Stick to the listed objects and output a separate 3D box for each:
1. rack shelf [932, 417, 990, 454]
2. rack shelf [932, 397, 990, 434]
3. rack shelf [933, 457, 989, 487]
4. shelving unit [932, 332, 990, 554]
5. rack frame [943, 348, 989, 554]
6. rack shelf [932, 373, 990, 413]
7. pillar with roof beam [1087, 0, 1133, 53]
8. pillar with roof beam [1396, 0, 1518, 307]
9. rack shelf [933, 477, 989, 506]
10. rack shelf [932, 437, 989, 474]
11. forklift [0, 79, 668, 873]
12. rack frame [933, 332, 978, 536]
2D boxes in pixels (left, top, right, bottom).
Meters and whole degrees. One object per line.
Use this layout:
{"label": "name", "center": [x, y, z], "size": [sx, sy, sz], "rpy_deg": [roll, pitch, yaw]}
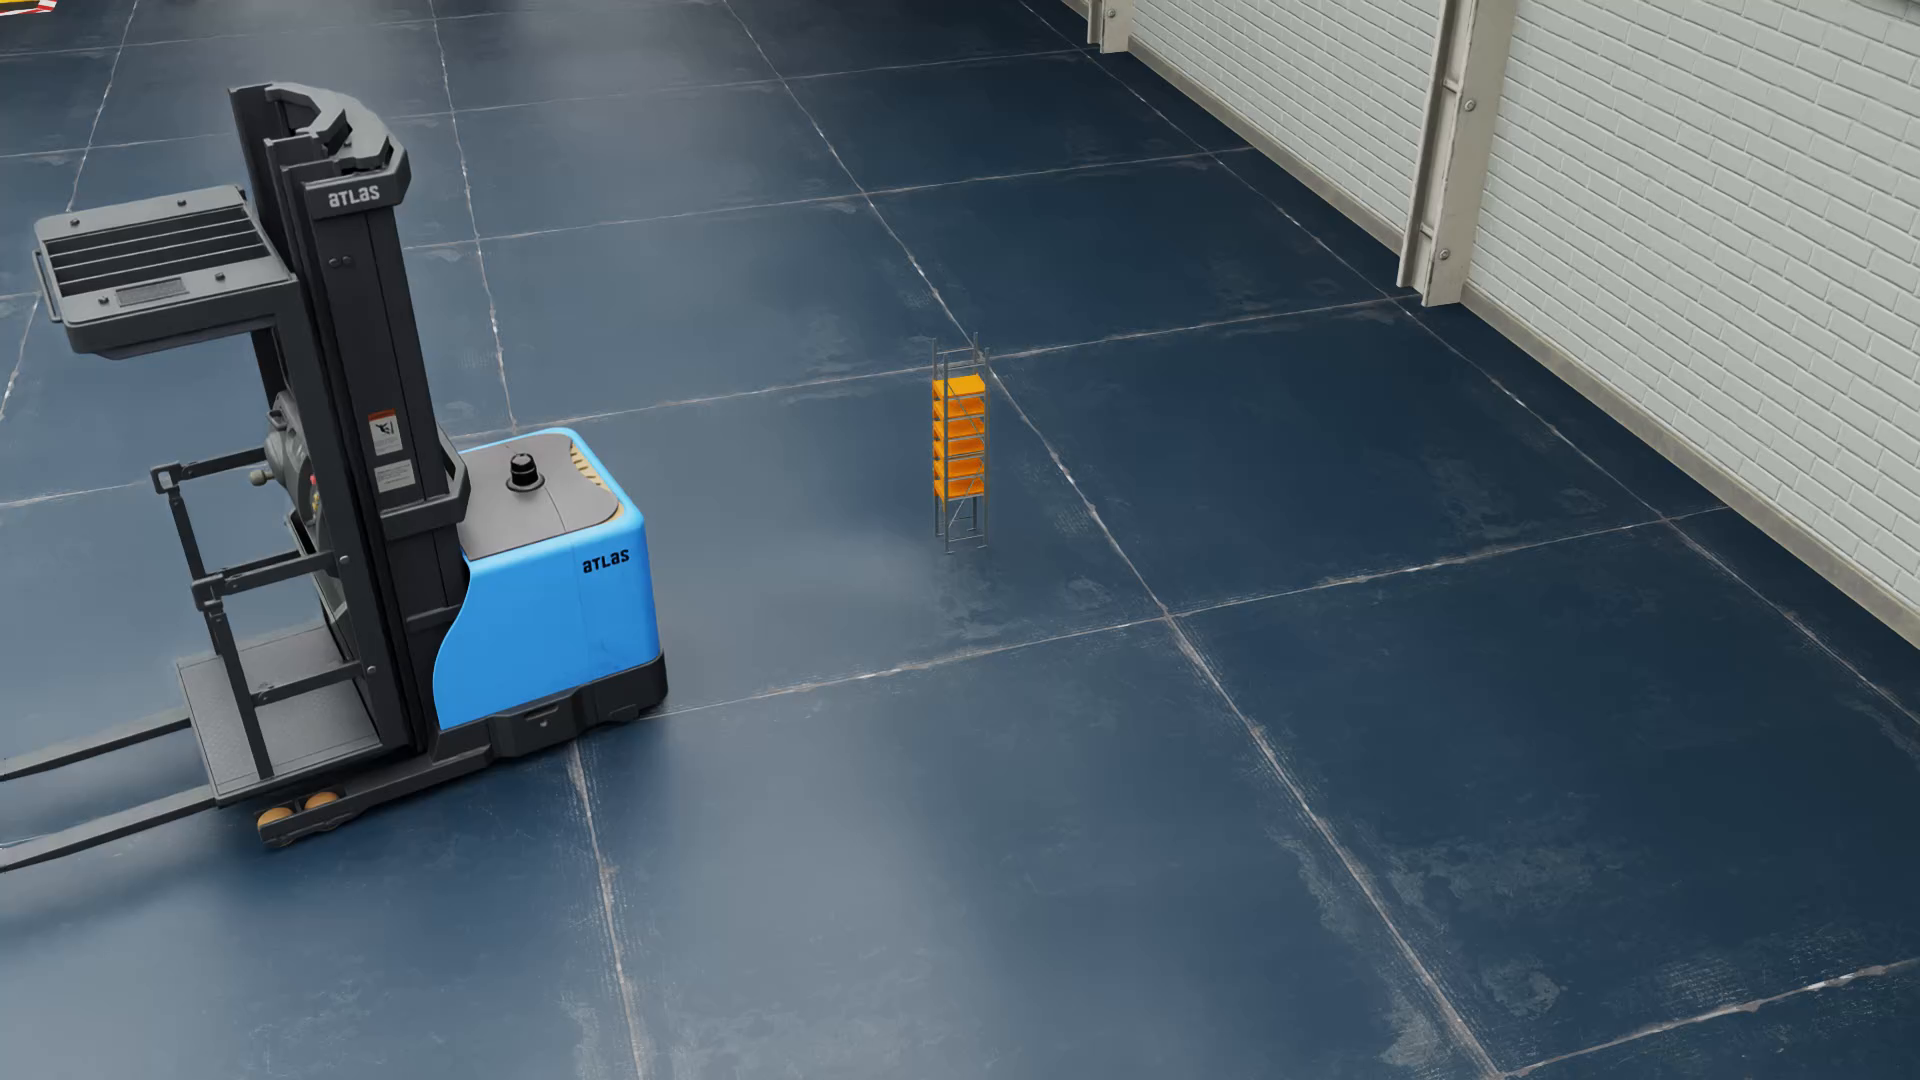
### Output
{"label": "rack shelf", "center": [0.004, -0.556, 8.686], "size": [0.258, 0.103, 0.180], "rpy_deg": [-10, 35, -15]}
{"label": "rack shelf", "center": [0.004, -0.656, 8.619], "size": [0.258, 0.103, 0.180], "rpy_deg": [-10, 35, -15]}
{"label": "rack shelf", "center": [0.004, -0.356, 8.818], "size": [0.258, 0.103, 0.180], "rpy_deg": [-10, 35, -15]}
{"label": "shelving unit", "center": [0.004, -0.493, 8.727], "size": [0.258, 1.200, 0.189], "rpy_deg": [-10, 35, -15]}
{"label": "rack frame", "center": [0.032, -0.445, 8.654], "size": [0.240, 1.200, 0.006], "rpy_deg": [-10, 35, -15]}
{"label": "rack shelf", "center": [0.004, -0.756, 8.553], "size": [0.258, 0.103, 0.180], "rpy_deg": [-10, 35, -15]}
{"label": "pillar with roof beam", "center": [-2.625, -7.922, 12.896], "size": [9.100, 9.000, 0.400], "rpy_deg": [-10, 35, -15]}
{"label": "pillar with roof beam", "center": [-0.795, -4.772, 8.129], "size": [9.100, 9.000, 0.400], "rpy_deg": [-10, 35, -15]}
{"label": "rack shelf", "center": [0.004, -0.256, 8.884], "size": [0.258, 0.103, 0.180], "rpy_deg": [-10, 35, -15]}
{"label": "rack shelf", "center": [0.004, -0.456, 8.752], "size": [0.258, 0.103, 0.180], "rpy_deg": [-10, 35, -15]}
{"label": "forklift", "center": [-2.911, -0.248, 6.787], "size": [3.031, 2.935, 1.130], "rpy_deg": [-18, 37, -25]}
{"label": "rack frame", "center": [-0.023, -0.541, 8.800], "size": [0.240, 1.200, 0.006], "rpy_deg": [-10, 35, -15]}
